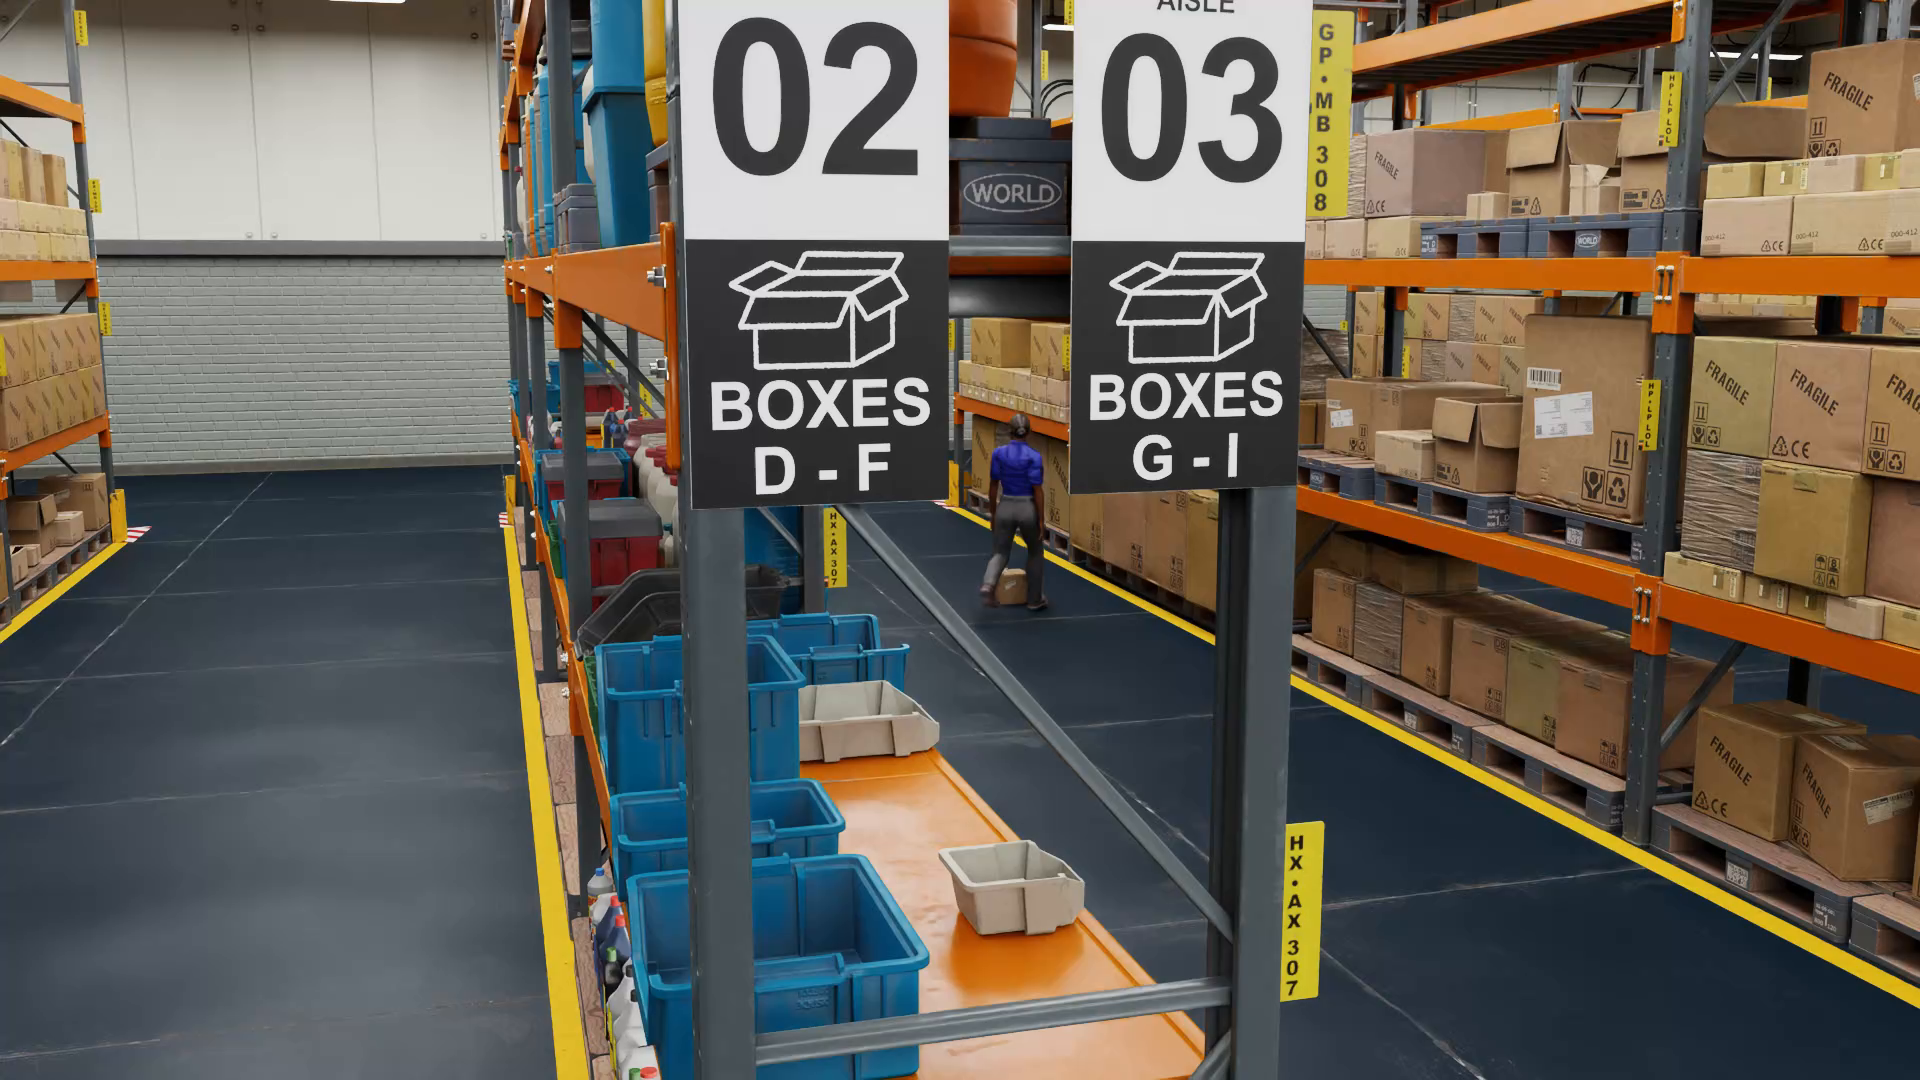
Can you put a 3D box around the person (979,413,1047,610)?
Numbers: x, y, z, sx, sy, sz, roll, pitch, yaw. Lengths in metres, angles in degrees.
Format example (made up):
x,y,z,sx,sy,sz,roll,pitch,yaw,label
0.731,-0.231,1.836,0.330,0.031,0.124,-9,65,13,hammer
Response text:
x,y,z,sx,sy,sz,roll,pitch,yaw,label
0.466,-0.212,13.236,0.466,1.611,0.862,3,10,18,person
